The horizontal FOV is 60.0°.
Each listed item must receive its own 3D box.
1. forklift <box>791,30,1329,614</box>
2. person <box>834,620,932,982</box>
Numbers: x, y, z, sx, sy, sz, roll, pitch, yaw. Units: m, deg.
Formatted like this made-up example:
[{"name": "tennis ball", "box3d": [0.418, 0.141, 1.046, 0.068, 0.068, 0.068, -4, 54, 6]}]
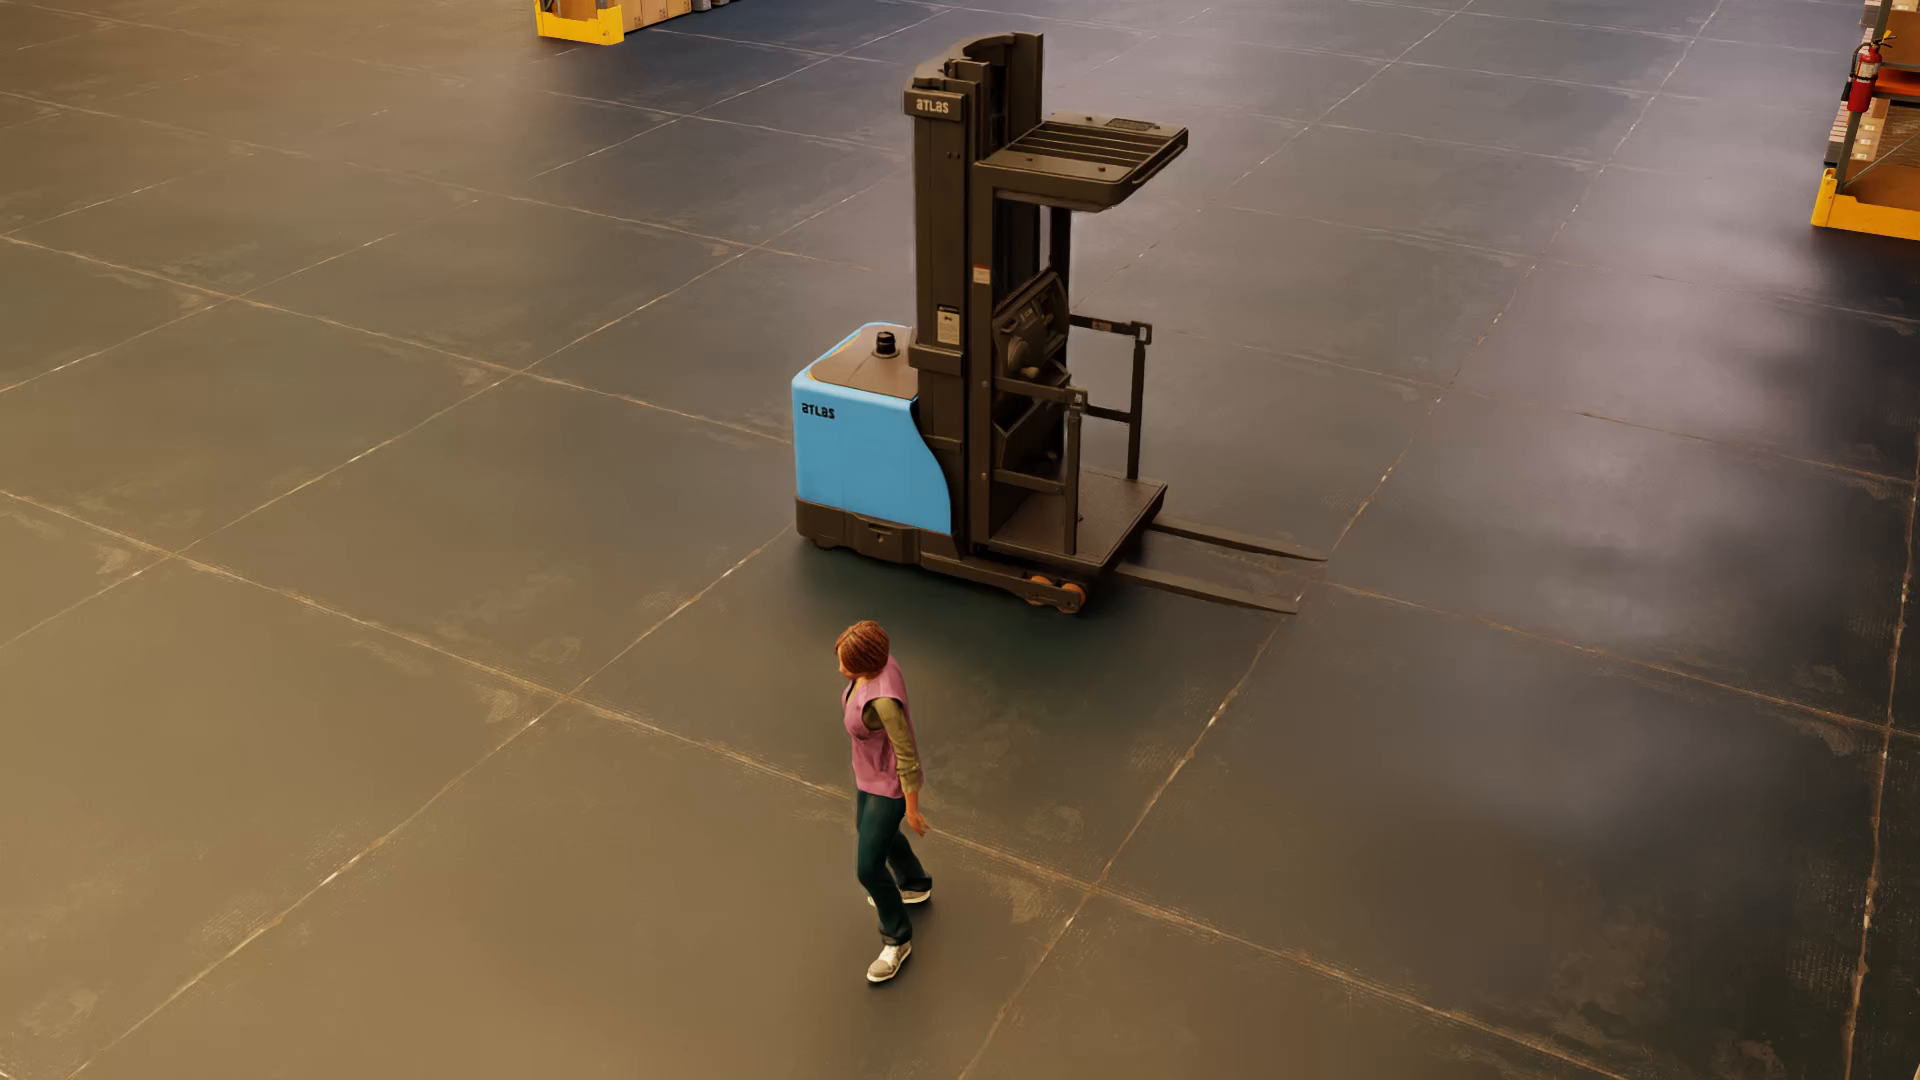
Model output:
[{"name": "forklift", "box3d": [0.576, -1.160, 9.081, 3.031, 2.935, 1.130, 13, 33, 22]}, {"name": "person", "box3d": [-0.295, 0.978, 6.774, 0.399, 1.563, 0.730, -6, 30, -10]}]
